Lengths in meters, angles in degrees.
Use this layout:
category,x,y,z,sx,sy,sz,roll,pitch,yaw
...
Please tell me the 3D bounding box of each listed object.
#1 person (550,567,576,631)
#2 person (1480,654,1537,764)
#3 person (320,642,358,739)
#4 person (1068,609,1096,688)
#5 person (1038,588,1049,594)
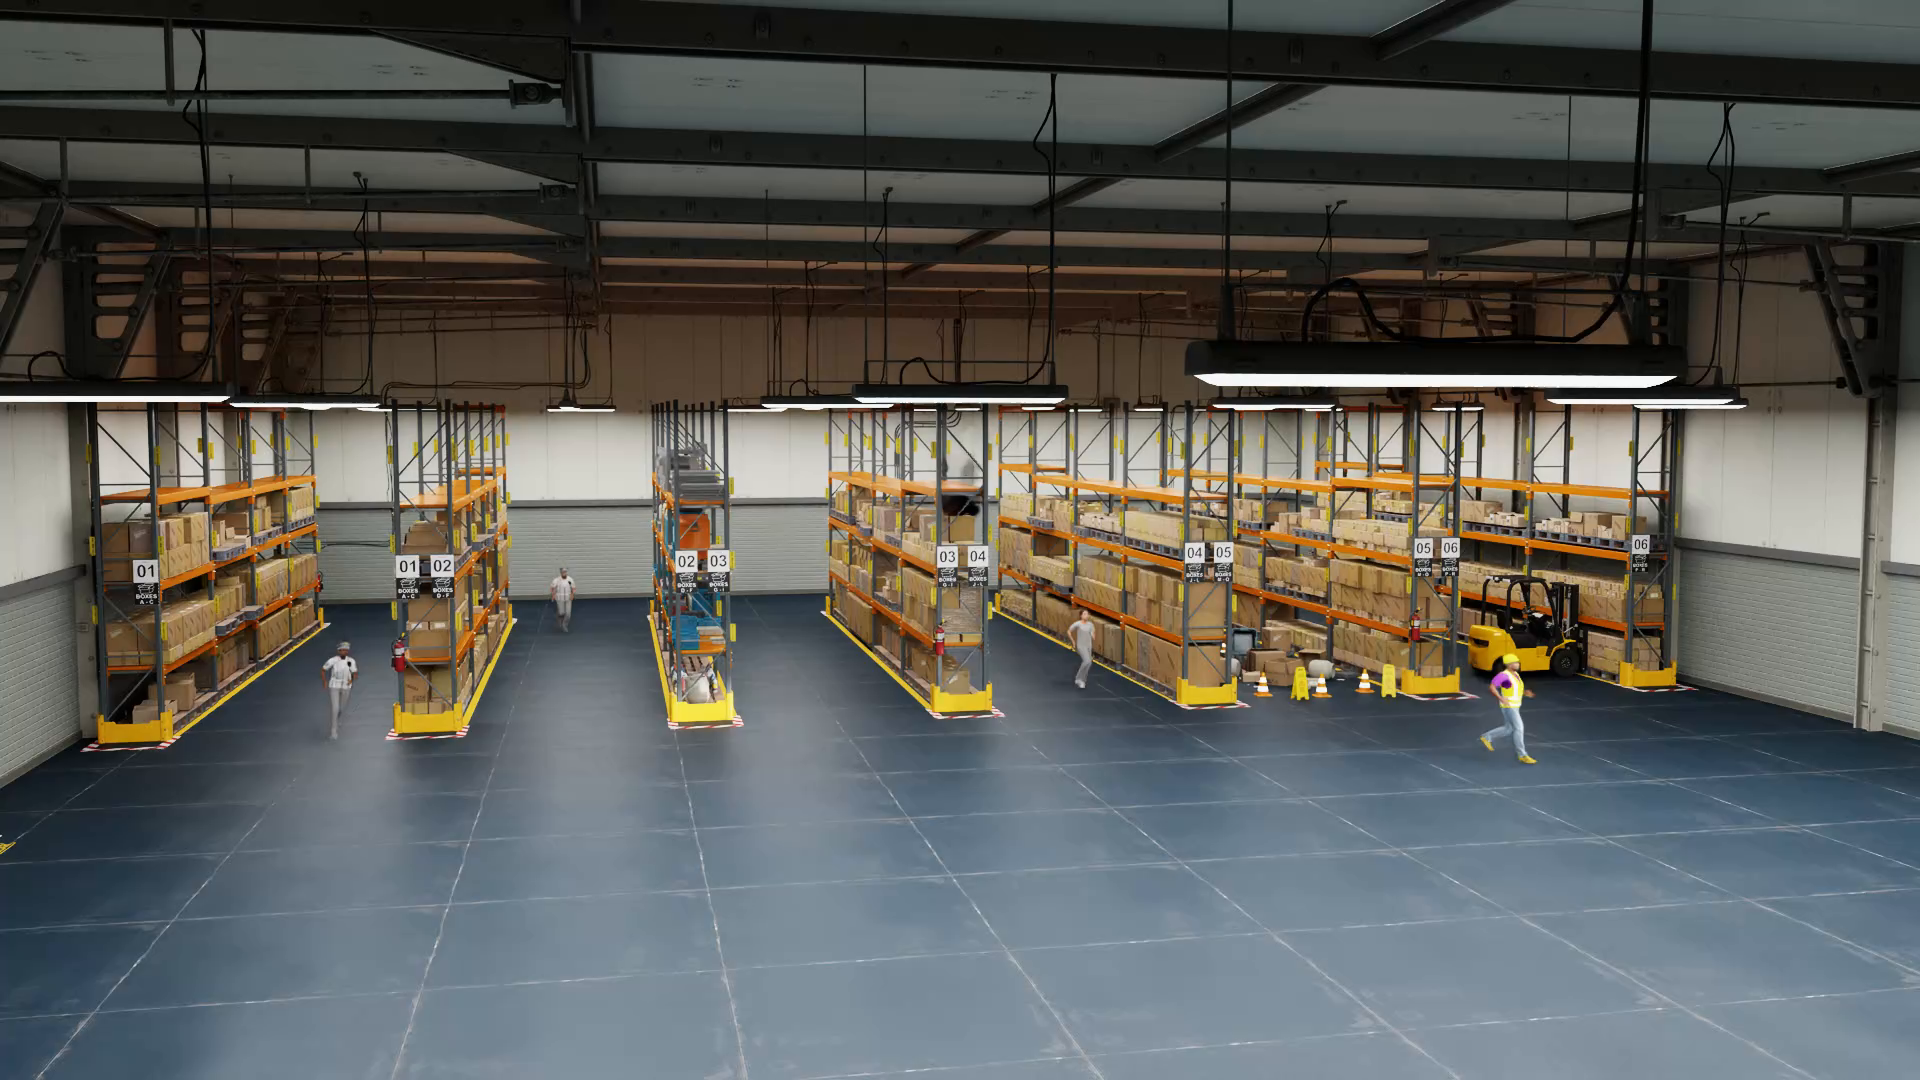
category,x,y,z,sx,sy,sz,roll,pitch,yaw
person,-10.440,1.557,43.853,0.653,1.726,0.604,-2,5,-24
person,9.082,2.767,27.504,0.968,1.773,0.700,3,5,34
person,-11.106,2.663,29.795,0.617,1.686,0.829,-3,5,-34
person,2.600,2.265,34.782,0.537,1.659,0.670,-3,5,-32
person,2.407,1.106,50.148,0.755,1.647,1.122,-4,6,-43
